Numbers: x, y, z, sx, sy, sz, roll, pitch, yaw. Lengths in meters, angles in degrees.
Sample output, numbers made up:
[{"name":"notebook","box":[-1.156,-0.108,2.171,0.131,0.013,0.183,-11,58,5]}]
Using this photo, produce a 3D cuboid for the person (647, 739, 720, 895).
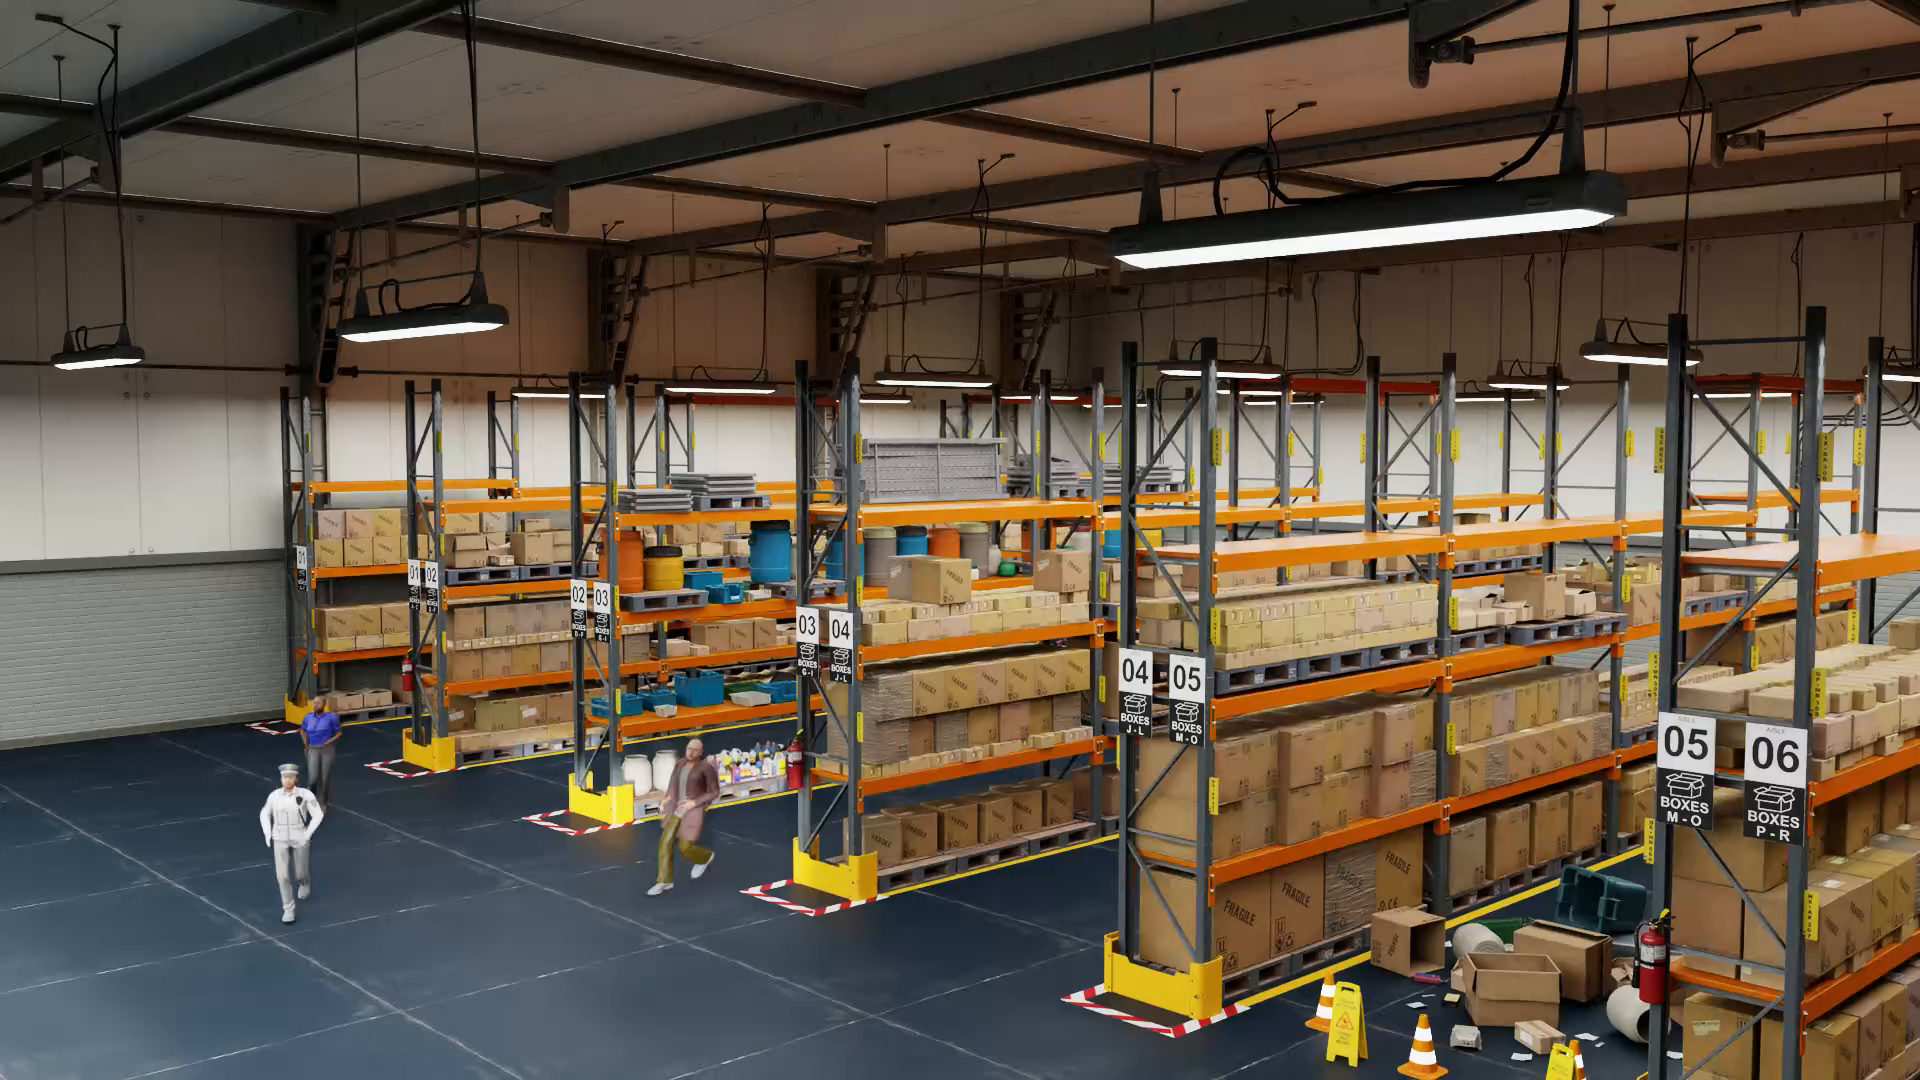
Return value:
[{"name":"person","box":[-3.047,3.098,18.790,0.754,1.734,0.935,2,4,30]}]

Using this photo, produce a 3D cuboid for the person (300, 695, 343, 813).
[{"name":"person","box":[-8.659,2.911,22.522,0.560,1.621,0.582,-1,4,-14]}]

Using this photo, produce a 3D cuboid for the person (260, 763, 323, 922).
[{"name":"person","box":[-7.152,3.192,17.796,0.655,1.653,0.719,-1,4,-13]}]
